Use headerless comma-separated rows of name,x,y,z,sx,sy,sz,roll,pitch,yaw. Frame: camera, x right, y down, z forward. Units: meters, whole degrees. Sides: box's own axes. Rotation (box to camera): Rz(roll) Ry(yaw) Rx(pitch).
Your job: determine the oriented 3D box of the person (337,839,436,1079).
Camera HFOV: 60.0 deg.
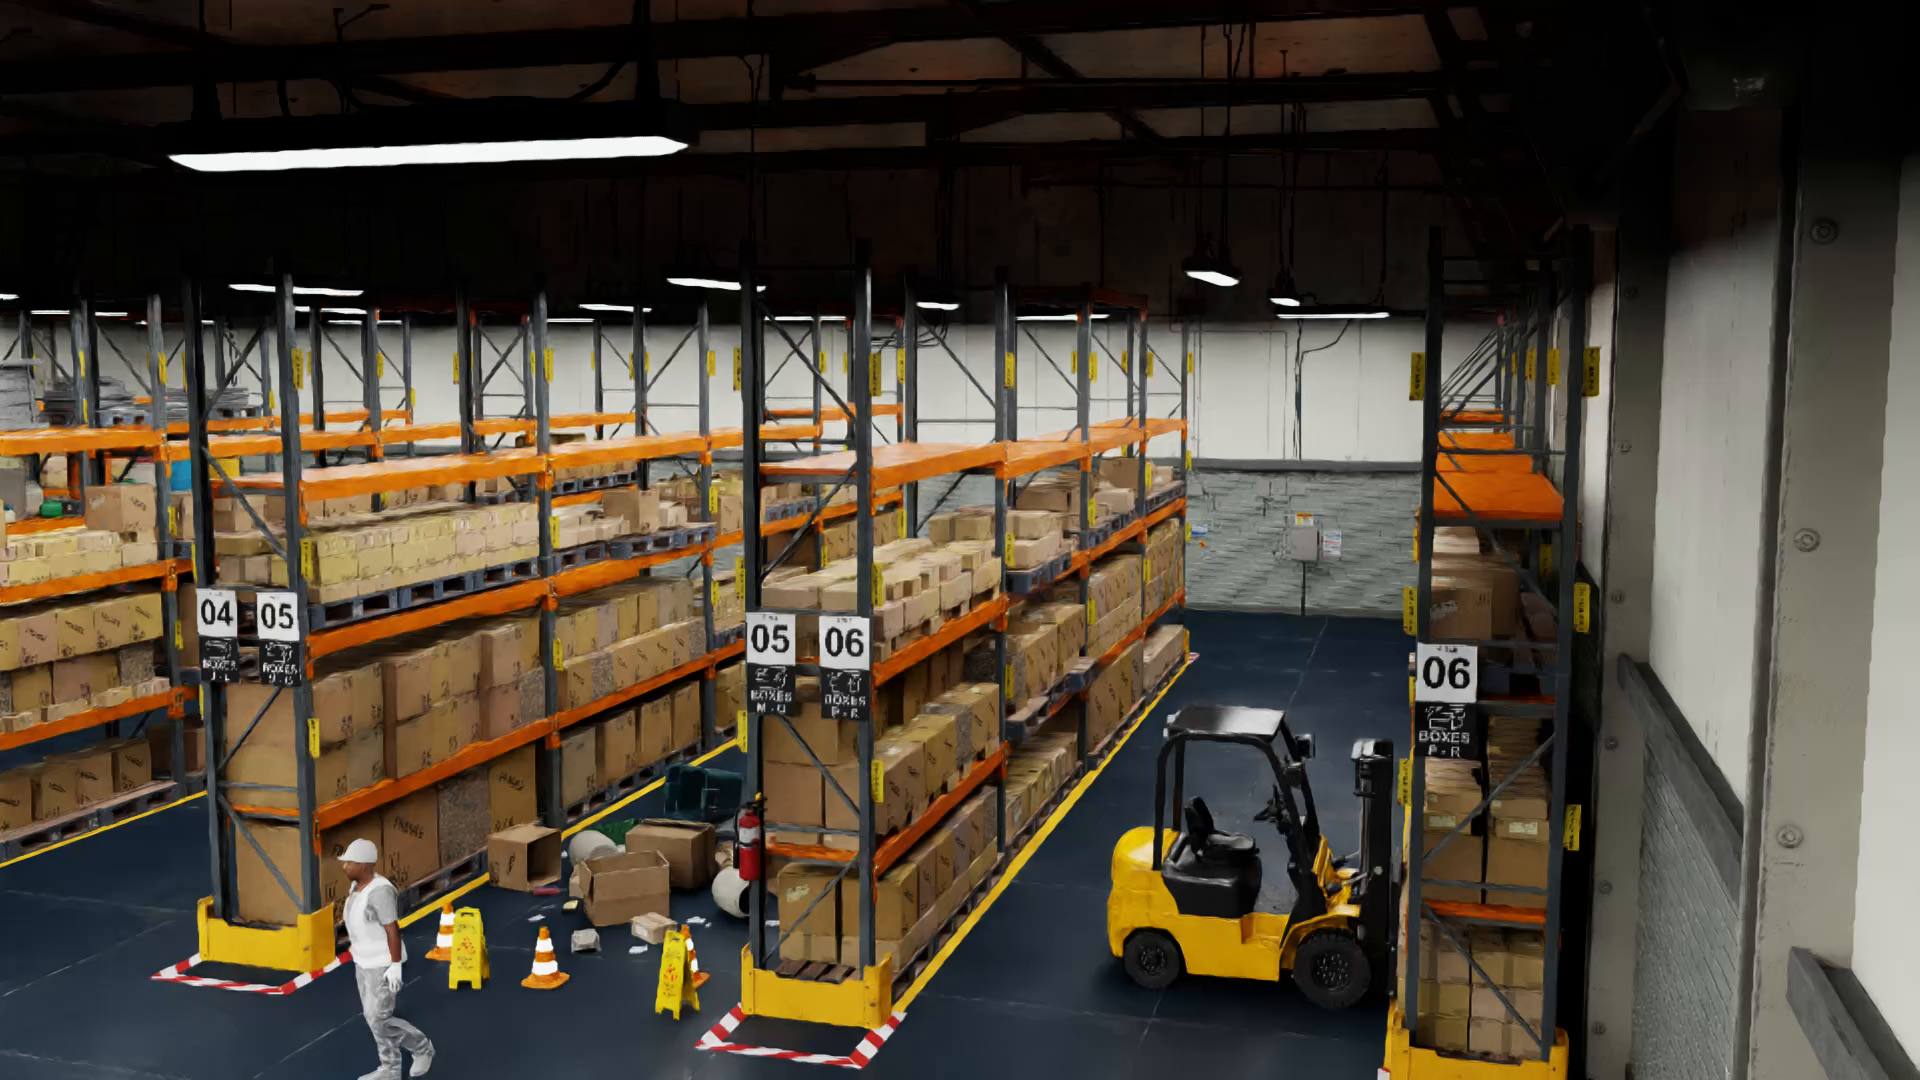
person,-4.061,2.977,11.776,0.571,1.777,0.602,-5,8,-37
